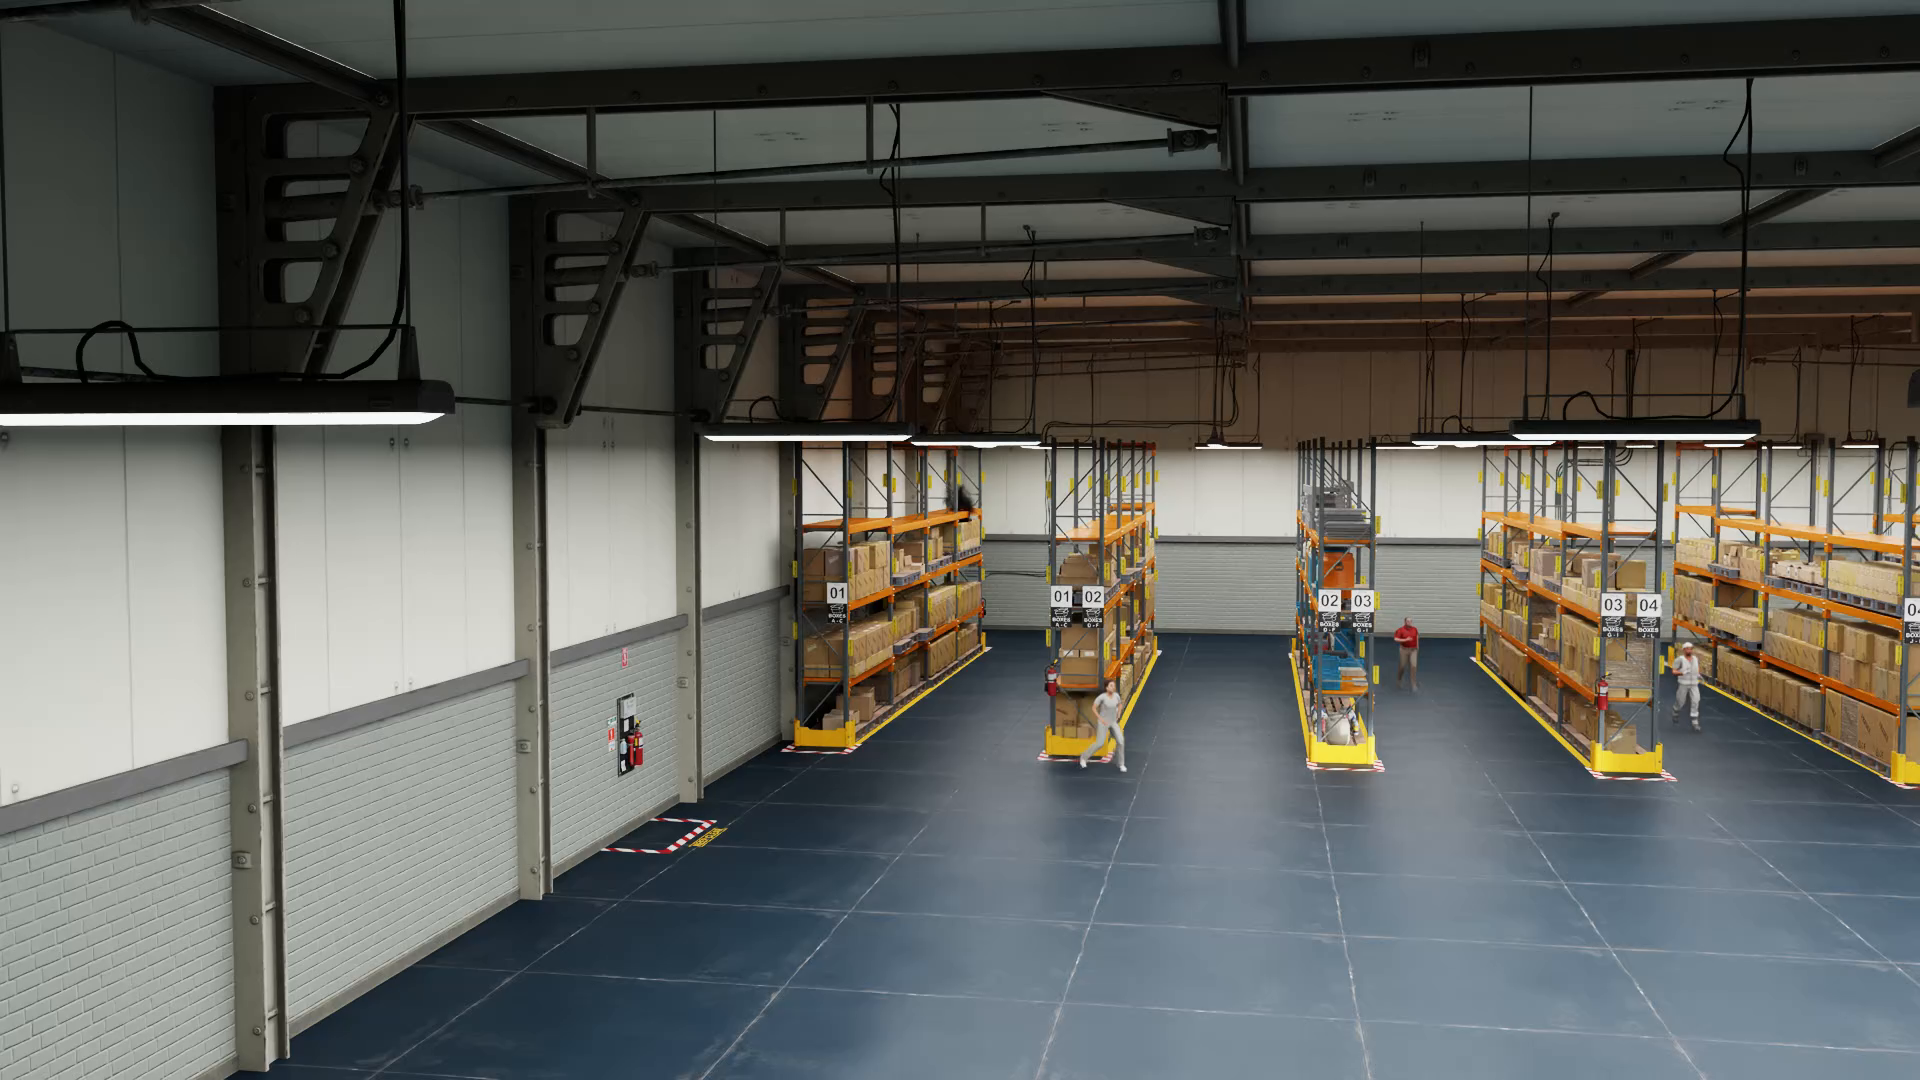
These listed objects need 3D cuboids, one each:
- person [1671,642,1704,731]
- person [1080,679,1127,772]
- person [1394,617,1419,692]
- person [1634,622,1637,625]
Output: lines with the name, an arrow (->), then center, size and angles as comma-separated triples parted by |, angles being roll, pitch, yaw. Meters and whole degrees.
person -> 15.014, 2.992, 34.313 | 0.666, 1.763, 0.985 | 0, 3, 0
person -> 2.615, 3.333, 29.929 | 0.796, 1.664, 0.723 | -2, 4, -31
person -> 10.752, 2.727, 40.022 | 0.681, 1.763, 0.909 | 0, 3, -6
person -> 18.701, 2.436, 45.906 | 0.772, 1.730, 0.798 | 0, 3, 7
